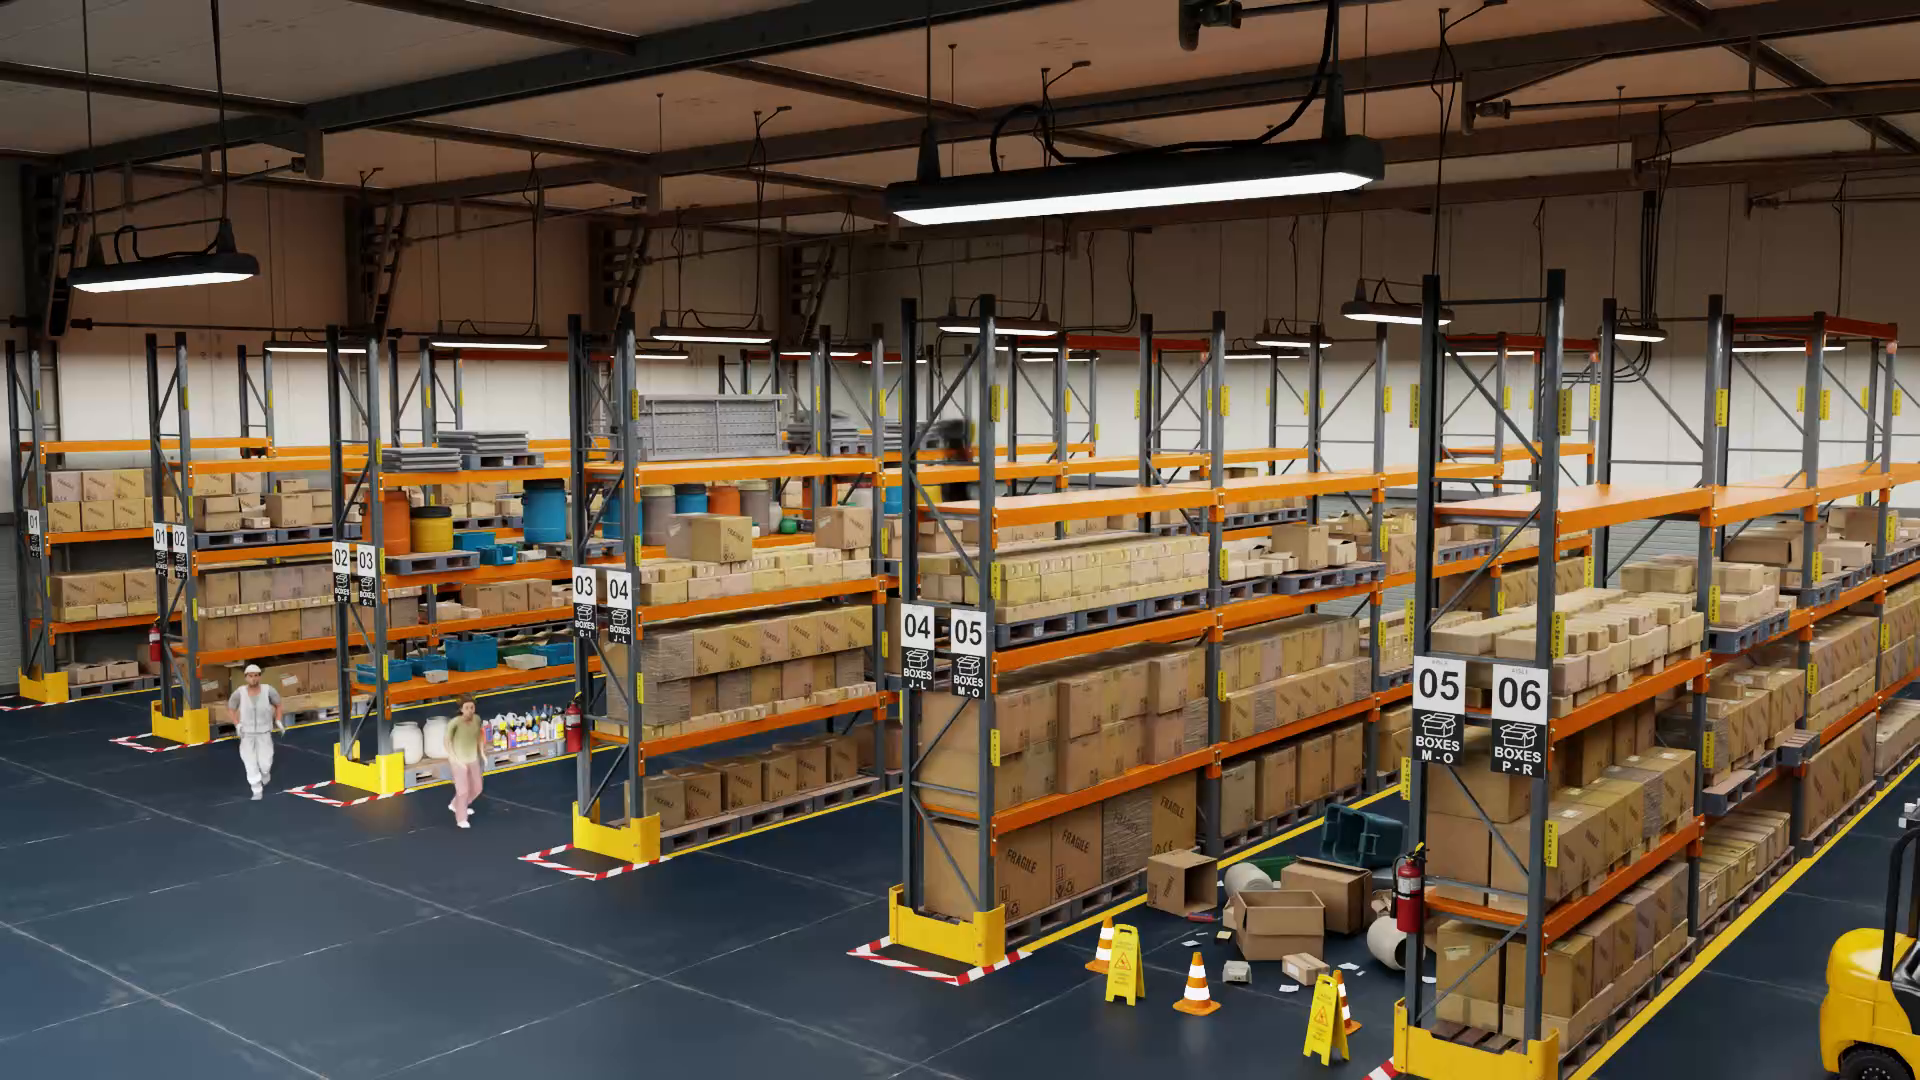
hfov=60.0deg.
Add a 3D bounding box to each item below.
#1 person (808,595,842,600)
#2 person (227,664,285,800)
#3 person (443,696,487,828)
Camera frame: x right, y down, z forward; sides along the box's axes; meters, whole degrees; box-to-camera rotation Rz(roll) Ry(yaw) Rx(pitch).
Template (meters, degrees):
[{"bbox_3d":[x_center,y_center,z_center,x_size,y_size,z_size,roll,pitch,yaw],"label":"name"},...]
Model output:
[{"bbox_3d":[-2.632,1.407,32.469,0.718,1.671,0.878,3,6,27],"label":"person"},{"bbox_3d":[-8.889,2.416,21.010,0.656,1.725,0.635,-2,6,-24],"label":"person"},{"bbox_3d":[-5.899,2.601,19.661,0.701,1.595,0.565,5,7,41],"label":"person"}]
